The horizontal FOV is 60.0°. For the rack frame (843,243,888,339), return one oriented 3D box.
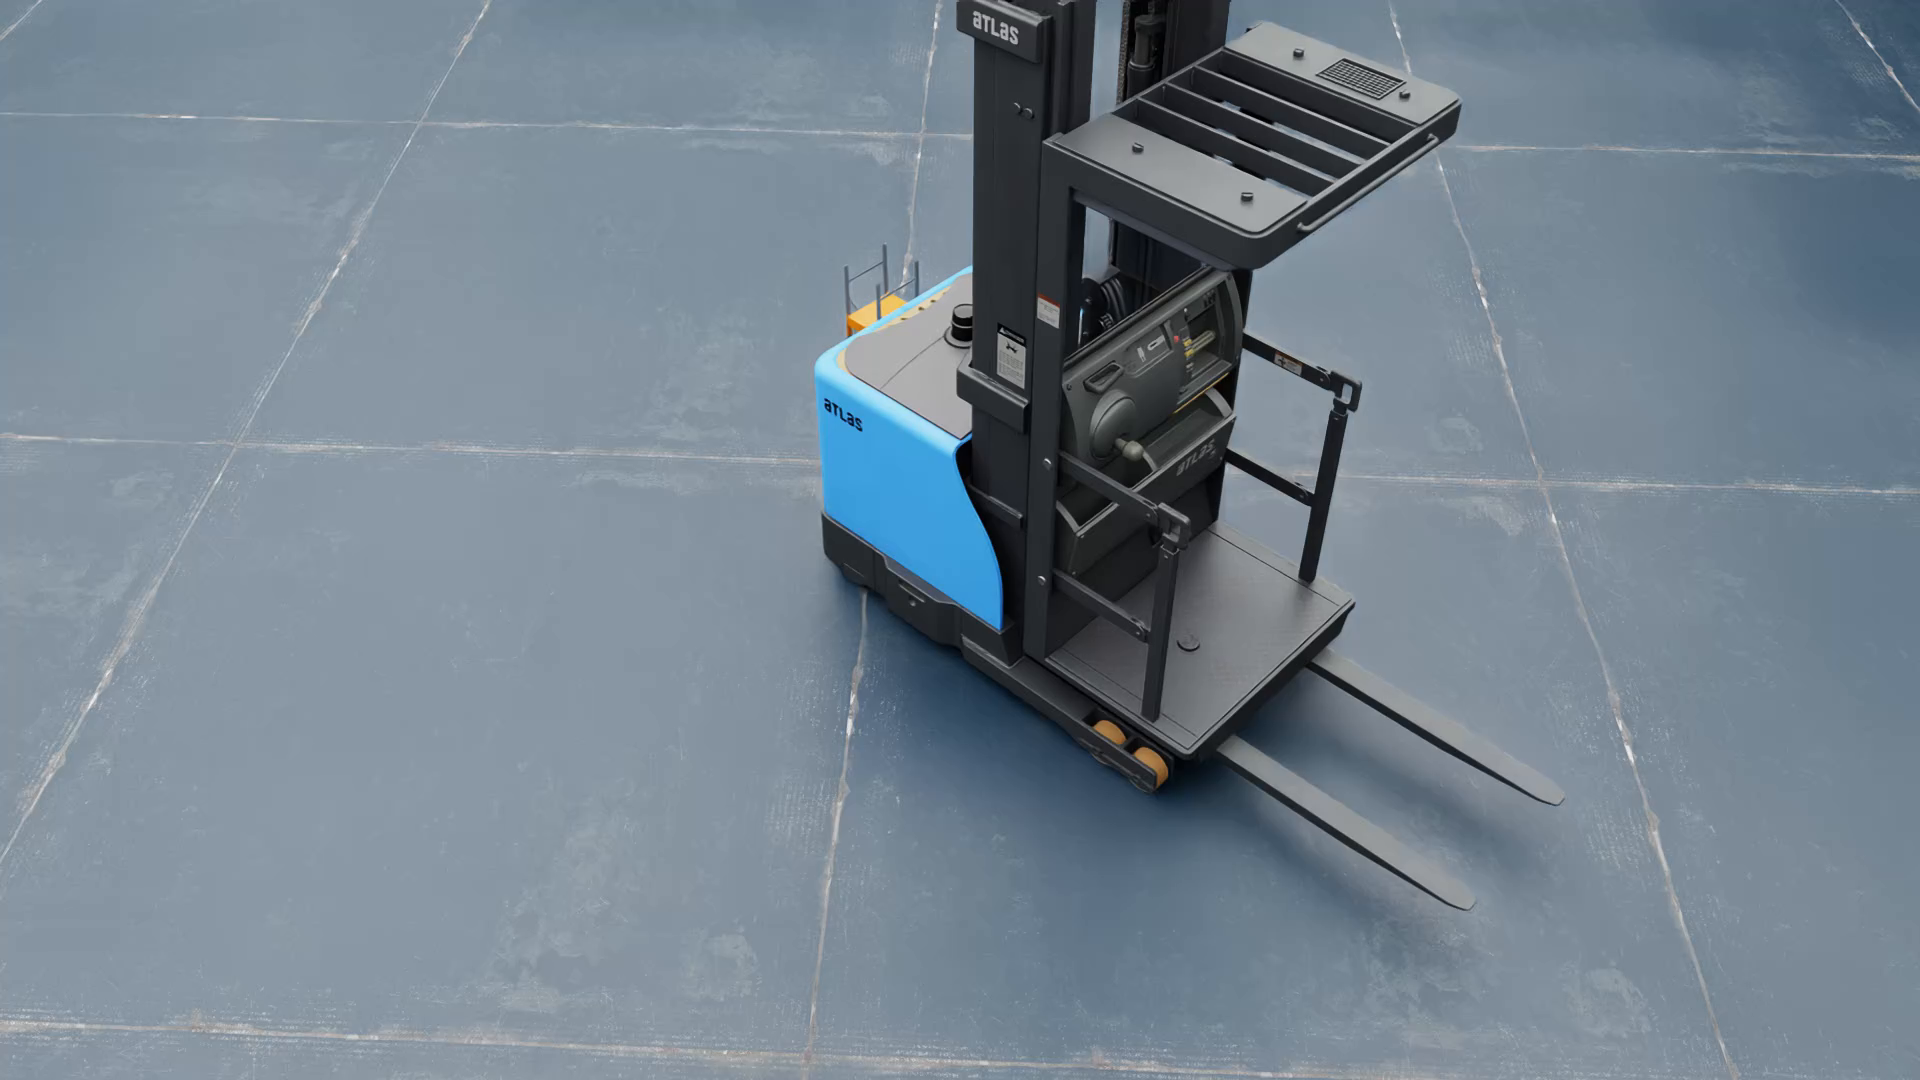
[{"bbox_3d":[-0.383,-0.715,7.137,0.006,1.200,0.240,33,52,30],"label":"rack frame"}]

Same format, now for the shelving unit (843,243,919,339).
[{"bbox_3d":[-0.317,-0.672,7.091,0.189,1.200,0.258,33,52,30],"label":"shelving unit"}]

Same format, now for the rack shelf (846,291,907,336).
[{"bbox_3d":[-0.317,-0.903,6.876,0.180,0.103,0.258,33,52,30],"label":"rack shelf"}]

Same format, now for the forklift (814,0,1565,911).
[{"bbox_3d":[0.835,-0.536,5.675,3.031,2.935,1.130,33,52,30],"label":"forklift"}]

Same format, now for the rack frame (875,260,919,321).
[{"bbox_3d":[-0.250,-0.630,7.046,0.006,1.200,0.240,33,52,30],"label":"rack frame"}]
